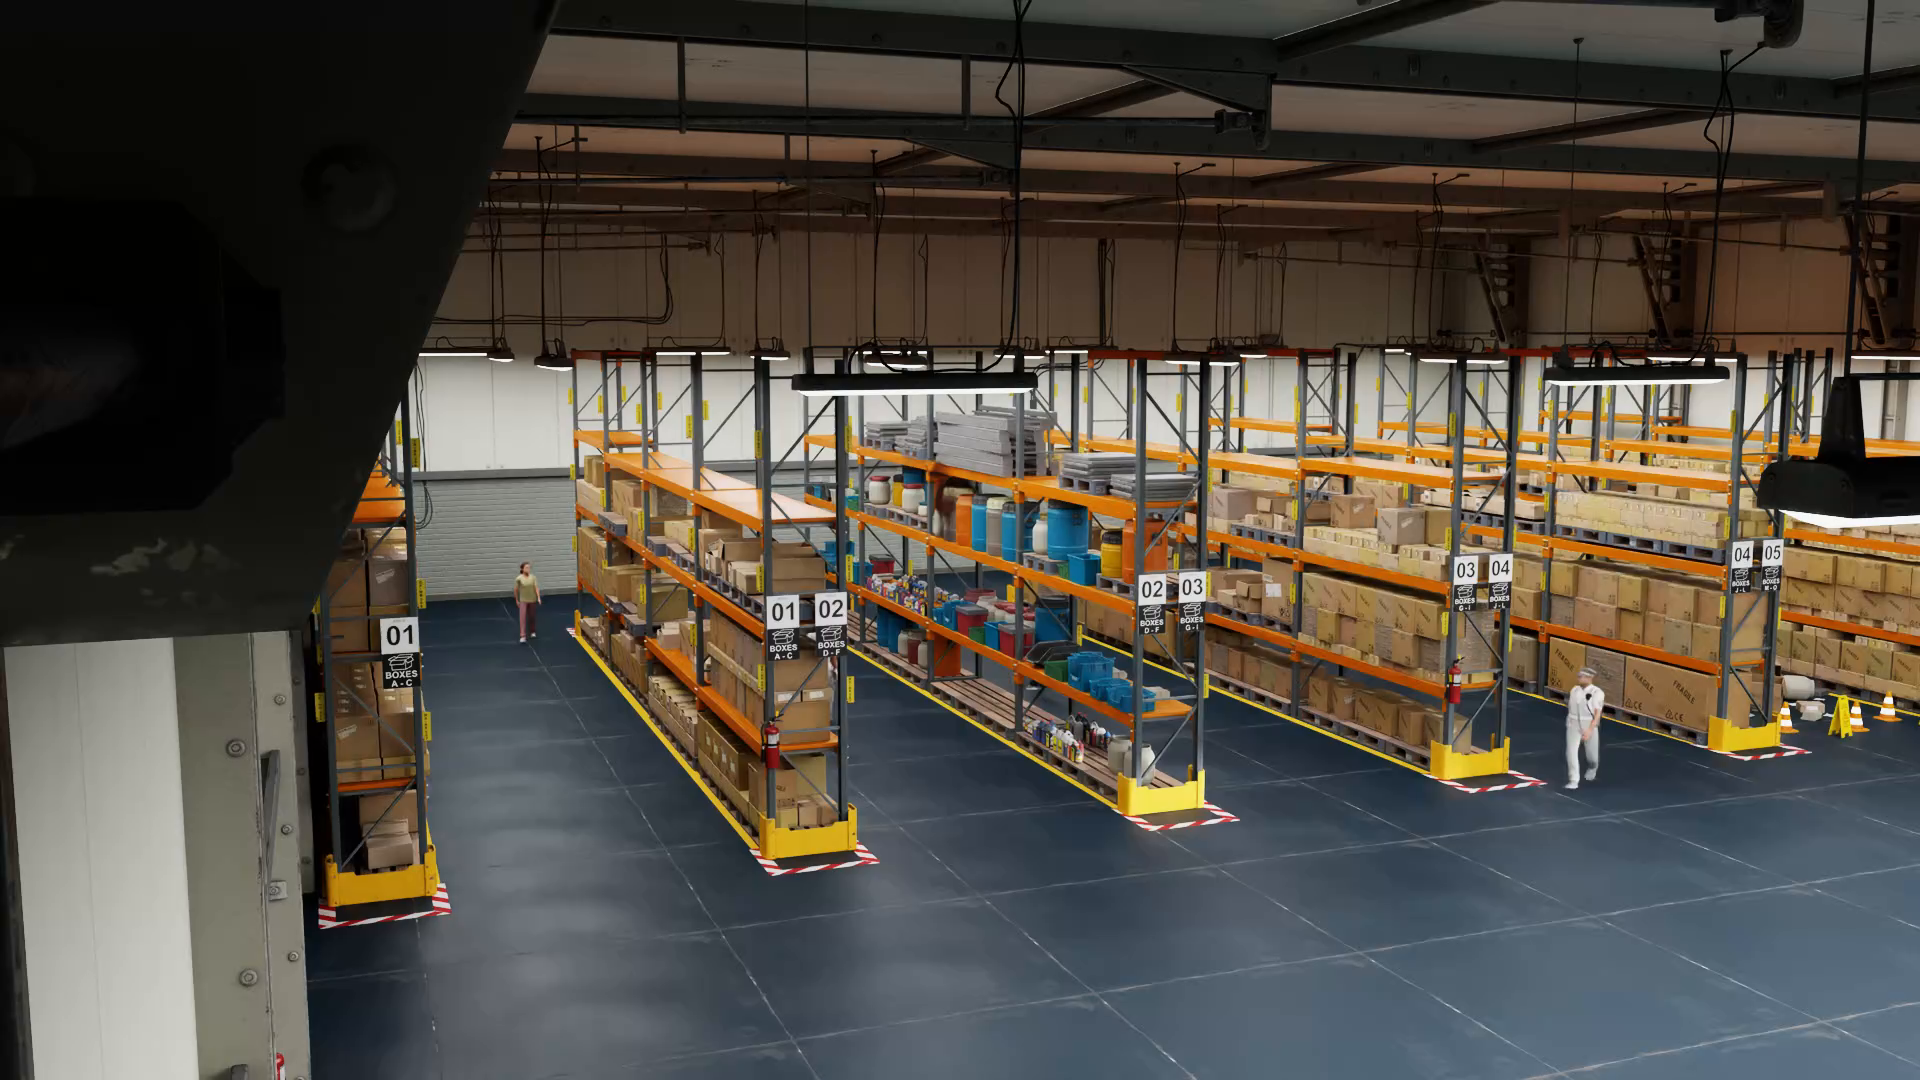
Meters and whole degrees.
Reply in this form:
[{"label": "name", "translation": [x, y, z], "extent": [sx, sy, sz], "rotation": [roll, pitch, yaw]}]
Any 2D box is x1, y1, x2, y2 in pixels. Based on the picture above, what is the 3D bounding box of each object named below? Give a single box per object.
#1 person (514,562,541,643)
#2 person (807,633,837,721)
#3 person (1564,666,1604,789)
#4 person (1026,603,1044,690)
[{"label": "person", "translation": [-8.889, 1.262, 34.196], "extent": [0.536, 1.617, 0.996], "rotation": [-1, 7, -10]}, {"label": "person", "translation": [-2.218, 2.093, 26.821], "extent": [0.569, 1.768, 0.610], "rotation": [2, 7, 17]}, {"label": "person", "translation": [8.738, 2.616, 23.309], "extent": [0.482, 1.673, 1.029], "rotation": [3, 8, 24]}, {"label": "person", "translation": [1.404, 1.865, 29.407], "extent": [0.482, 1.610, 0.323], "rotation": [-1, 7, -10]}]
